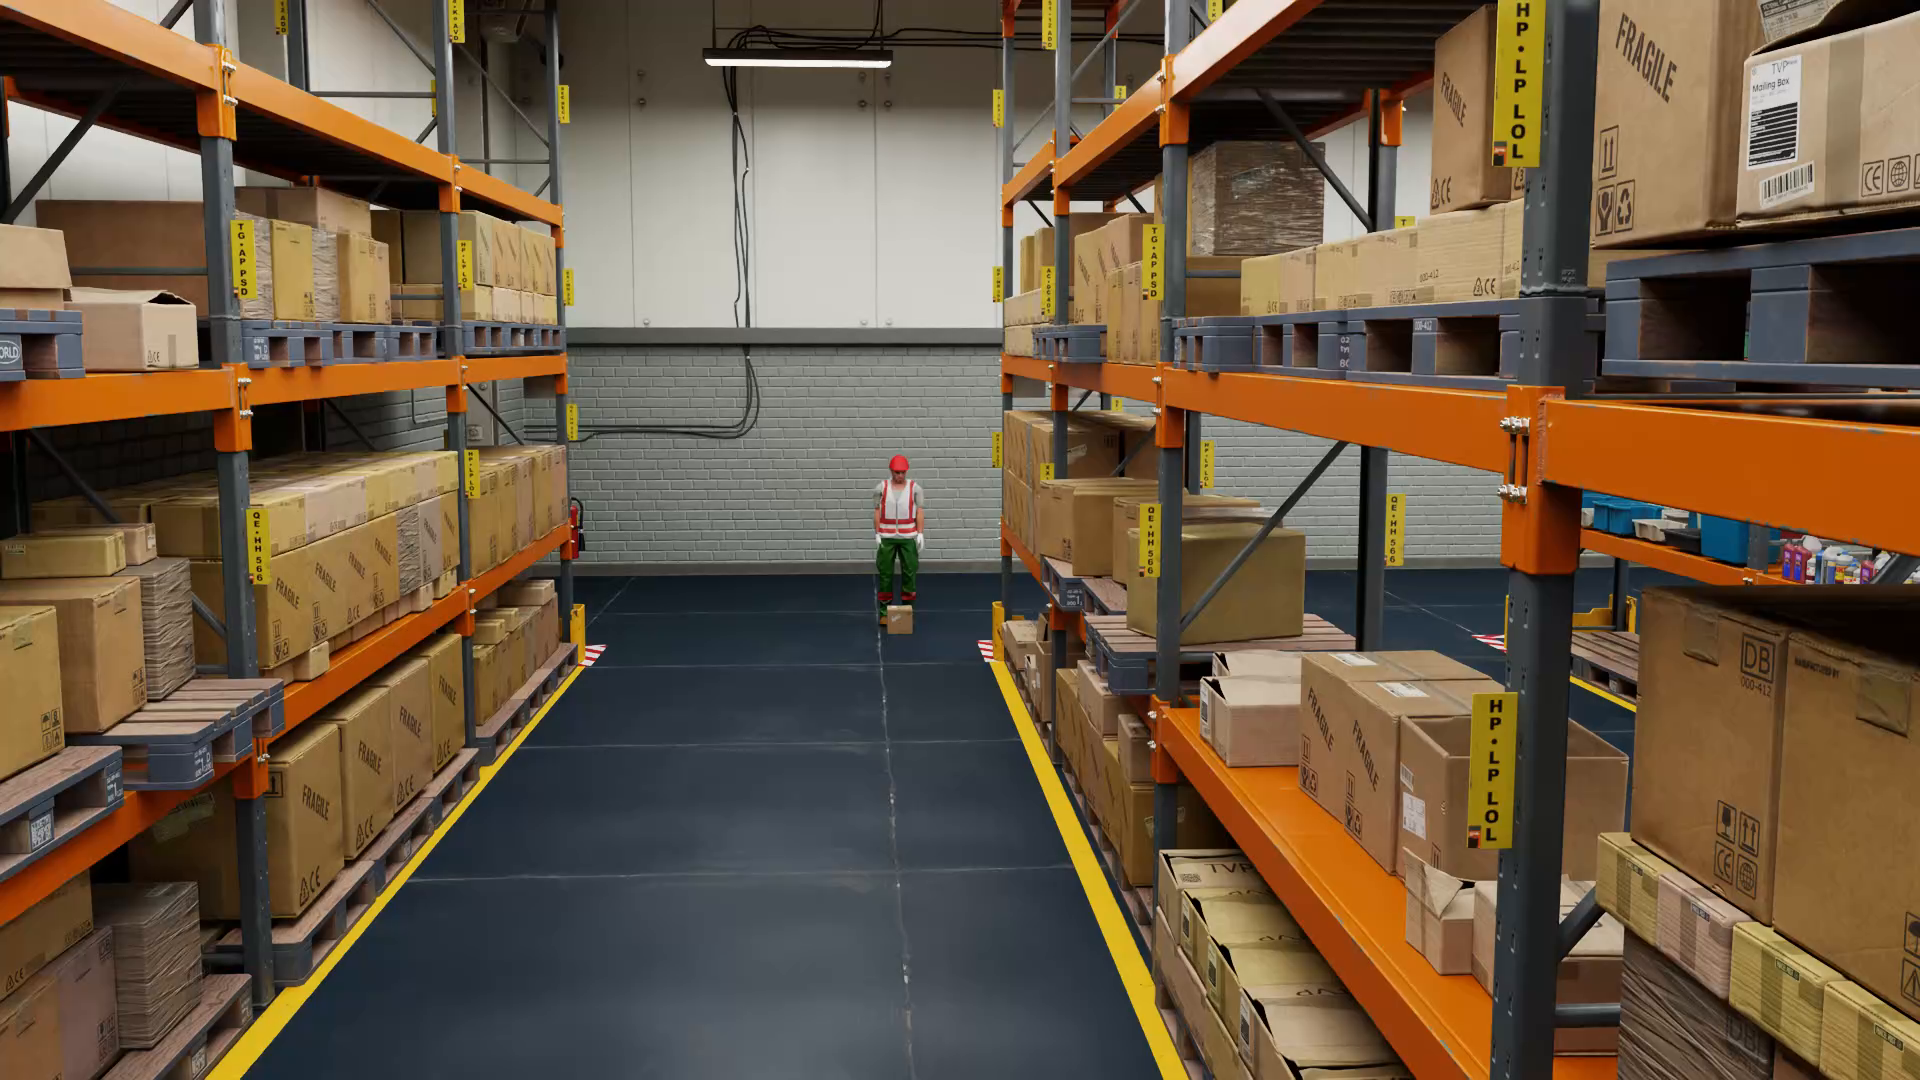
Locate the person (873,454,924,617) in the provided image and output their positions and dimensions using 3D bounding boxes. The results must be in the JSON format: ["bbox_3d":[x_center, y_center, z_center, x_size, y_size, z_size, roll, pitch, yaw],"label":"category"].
[{"bbox_3d":[-0.631,-0.034,17.225,0.529,1.715,0.364,0,7,-3],"label":"person"}]
